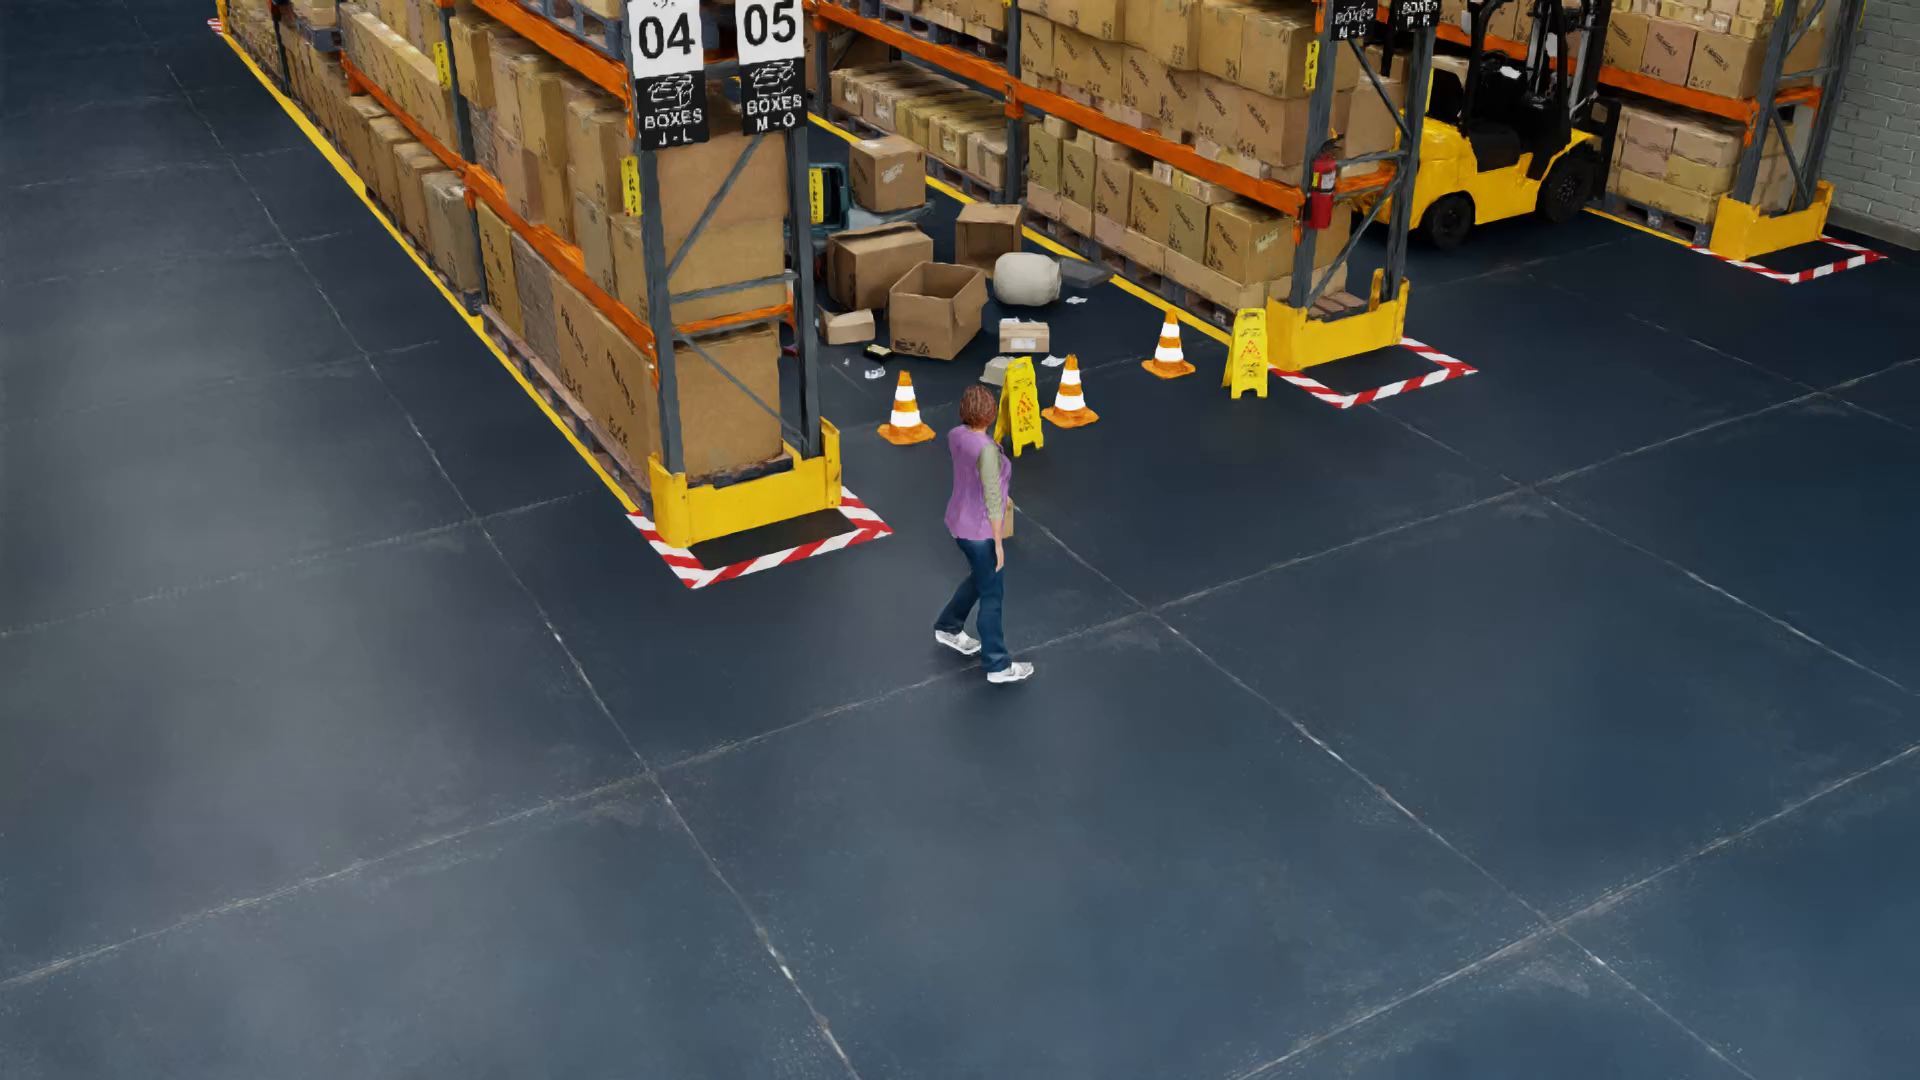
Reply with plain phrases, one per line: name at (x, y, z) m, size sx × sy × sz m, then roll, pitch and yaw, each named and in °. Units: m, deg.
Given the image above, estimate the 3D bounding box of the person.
person at (0.122, -0.033, 8.646) m, size 0.442 × 1.559 × 0.544 m, roll -9°, pitch 31°, yaw -16°
